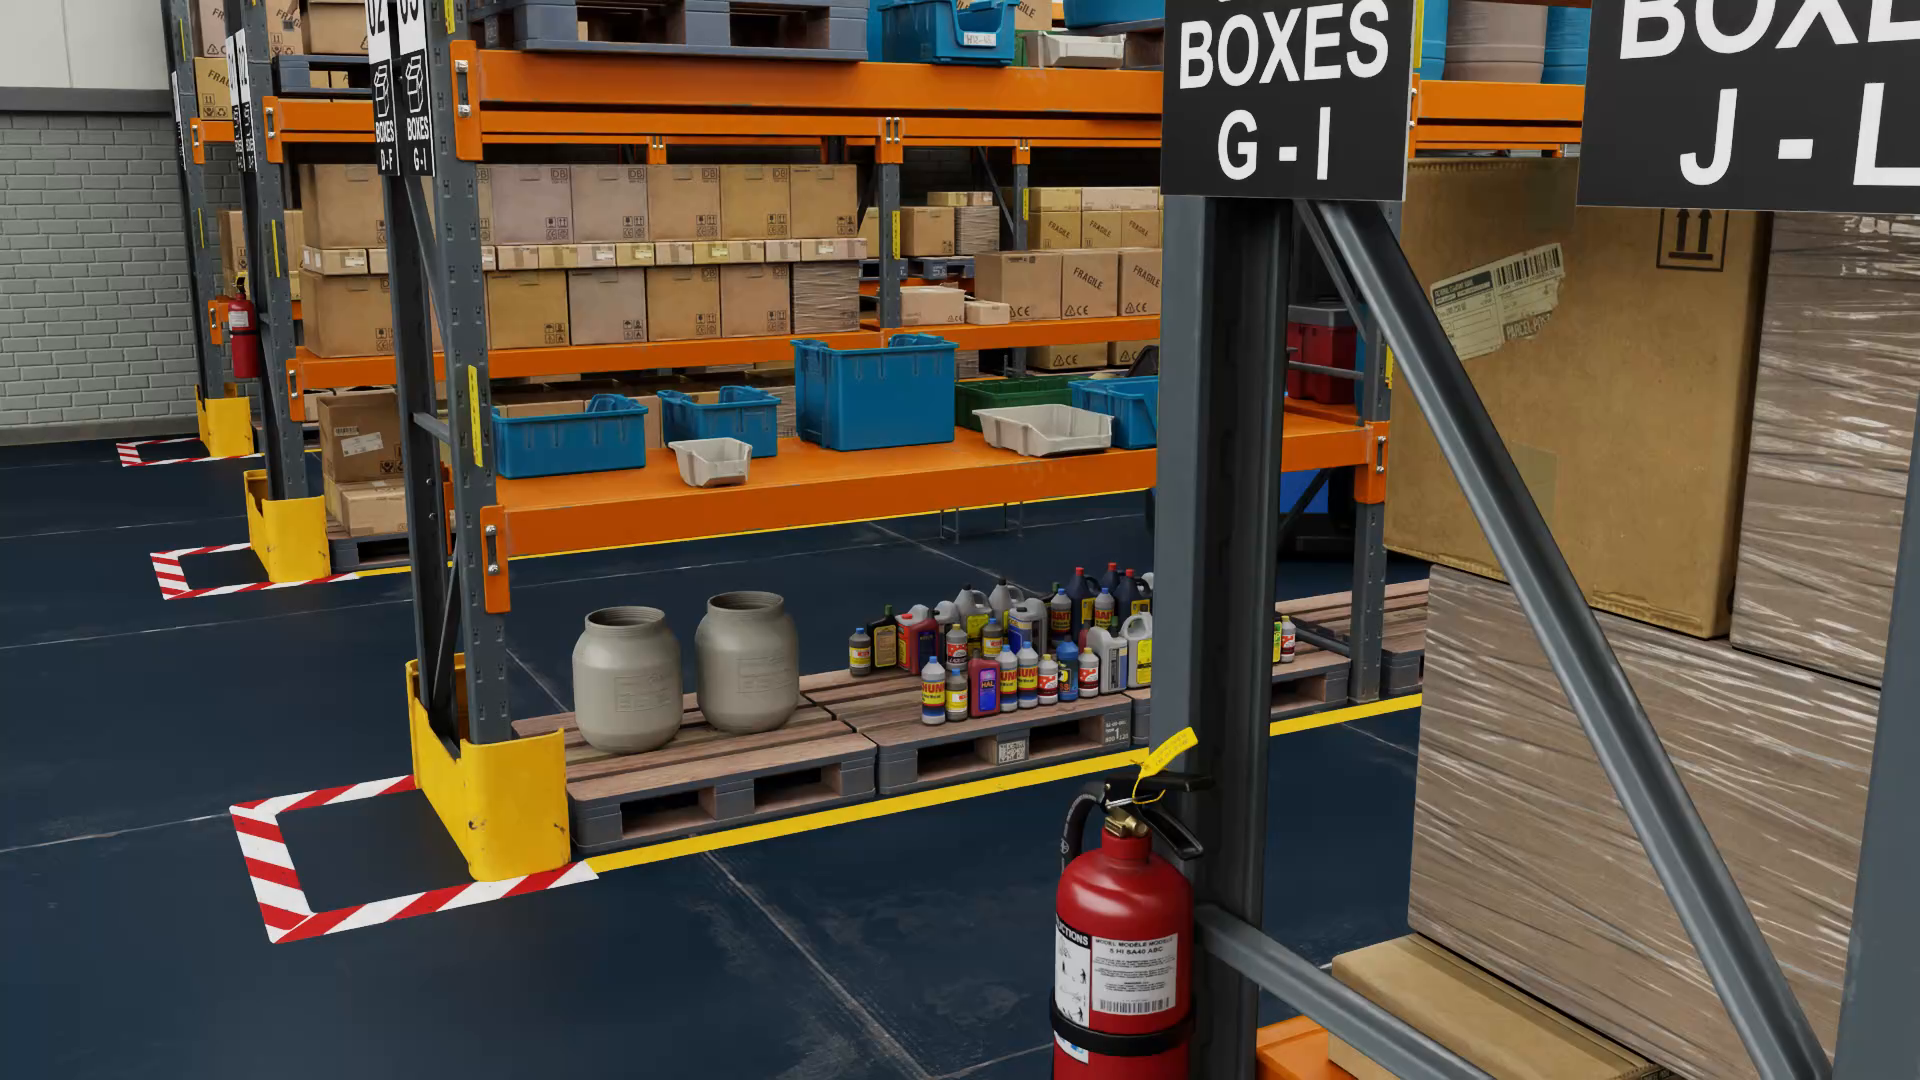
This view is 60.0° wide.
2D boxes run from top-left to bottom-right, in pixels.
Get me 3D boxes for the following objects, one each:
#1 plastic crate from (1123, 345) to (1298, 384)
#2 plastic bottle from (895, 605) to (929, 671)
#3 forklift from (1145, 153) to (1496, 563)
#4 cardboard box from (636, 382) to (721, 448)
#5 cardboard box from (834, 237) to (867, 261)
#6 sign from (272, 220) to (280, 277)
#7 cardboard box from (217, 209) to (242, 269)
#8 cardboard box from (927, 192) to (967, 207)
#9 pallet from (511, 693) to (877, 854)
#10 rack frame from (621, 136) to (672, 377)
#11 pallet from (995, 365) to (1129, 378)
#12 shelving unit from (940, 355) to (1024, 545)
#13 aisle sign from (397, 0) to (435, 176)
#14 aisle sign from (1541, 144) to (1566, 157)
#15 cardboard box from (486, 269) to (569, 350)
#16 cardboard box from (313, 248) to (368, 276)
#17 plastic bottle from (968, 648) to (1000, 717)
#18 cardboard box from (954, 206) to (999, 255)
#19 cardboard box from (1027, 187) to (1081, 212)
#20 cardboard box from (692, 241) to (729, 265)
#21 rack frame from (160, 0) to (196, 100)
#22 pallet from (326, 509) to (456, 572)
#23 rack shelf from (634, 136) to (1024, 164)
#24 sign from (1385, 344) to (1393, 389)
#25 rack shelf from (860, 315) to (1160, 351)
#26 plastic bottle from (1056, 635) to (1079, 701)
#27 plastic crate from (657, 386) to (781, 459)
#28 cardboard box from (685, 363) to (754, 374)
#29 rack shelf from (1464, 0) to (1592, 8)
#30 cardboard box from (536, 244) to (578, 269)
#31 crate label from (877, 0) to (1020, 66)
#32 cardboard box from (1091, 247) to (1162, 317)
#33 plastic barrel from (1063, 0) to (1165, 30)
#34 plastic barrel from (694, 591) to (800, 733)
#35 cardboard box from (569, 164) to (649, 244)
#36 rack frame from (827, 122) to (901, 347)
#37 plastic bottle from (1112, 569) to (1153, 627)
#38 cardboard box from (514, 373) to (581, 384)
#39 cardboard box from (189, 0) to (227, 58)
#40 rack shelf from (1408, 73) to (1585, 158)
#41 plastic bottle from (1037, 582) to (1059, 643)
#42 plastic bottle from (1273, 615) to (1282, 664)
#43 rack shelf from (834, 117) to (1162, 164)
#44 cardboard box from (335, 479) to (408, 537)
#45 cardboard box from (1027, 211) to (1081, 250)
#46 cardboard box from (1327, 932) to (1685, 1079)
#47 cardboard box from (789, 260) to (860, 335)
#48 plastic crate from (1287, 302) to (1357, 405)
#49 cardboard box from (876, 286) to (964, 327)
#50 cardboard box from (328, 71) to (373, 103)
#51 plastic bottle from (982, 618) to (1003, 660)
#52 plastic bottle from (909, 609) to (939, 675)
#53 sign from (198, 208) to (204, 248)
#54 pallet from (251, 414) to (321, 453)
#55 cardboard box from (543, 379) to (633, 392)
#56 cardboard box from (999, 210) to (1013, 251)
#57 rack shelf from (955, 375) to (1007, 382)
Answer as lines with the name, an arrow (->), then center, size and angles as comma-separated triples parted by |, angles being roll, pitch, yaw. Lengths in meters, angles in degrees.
plastic crate -> 1.141, -0.738, 7.697 | 0.504, 0.338, 0.767 | -7, 14, -28
plastic bottle -> -0.213, 0.437, 7.535 | 0.135, 0.276, 0.152 | -7, 14, -27
forklift -> 2.776, -1.403, 10.670 | 3.031, 2.935, 1.130 | 0, 13, 2
cardboard box -> -1.892, -0.788, 11.378 | 0.500, 0.500, 0.500 | -7, 14, -28
cardboard box -> -0.844, -2.049, 11.676 | 0.250, 0.149, 0.380 | -7, 14, -28
sign -> -3.959, -1.686, 9.618 | 0.005, 0.325, 0.100 | -7, 14, -28
cardboard box -> -6.284, -2.680, 14.774 | 0.500, 0.500, 0.500 | -7, 14, -28
cardboard box -> -0.138, -3.630, 17.699 | 0.250, 0.149, 0.380 | -10, 16, -37
pallet -> -1.089, 0.881, 6.713 | 1.213, 0.211, 1.003 | -7, 14, -28
rack frame -> -3.085, -2.708, 16.309 | 0.127, 3.000, 1.000 | -7, 14, -28
pallet -> 1.154, -1.837, 18.789 | 1.213, 0.211, 1.003 | -7, 14, -28
shelving unit -> 0.145, -0.603, 11.055 | 0.503, 1.200, 0.258 | -7, 14, -28
aisle sign -> -1.772, -1.582, 5.386 | 0.004, 0.787, 0.394 | -7, 14, -28
aisle sign -> 7.655, -5.188, 21.410 | 0.004, 0.787, 0.394 | -7, 14, -28
cardboard box -> -2.906, -1.535, 10.872 | 0.500, 0.500, 0.700 | -7, 14, -27
cardboard box -> -3.772, -1.698, 10.116 | 0.250, 0.149, 0.380 | -7, 14, -28
plastic bottle -> 0.099, 0.582, 6.877 | 0.133, 0.283, 0.061 | -7, 14, -27
cardboard box -> 0.018, -3.341, 17.892 | 0.500, 0.500, 0.700 | -9, 15, -34
cardboard box -> 0.973, -3.699, 18.056 | 0.500, 0.250, 0.500 | -6, 14, -27
cardboard box -> -1.738, -1.942, 11.202 | 0.250, 0.149, 0.380 | -7, 14, -28
rack frame -> -6.596, -5.214, 13.781 | 0.127, 3.000, 1.000 | -7, 14, -28
pallet -> -3.568, -0.061, 10.899 | 1.213, 0.211, 1.003 | -7, 14, -28
rack shelf -> -1.330, -4.031, 16.994 | 4.000, 0.370, 1.077 | -7, 14, -28
sign -> 1.916, -0.826, 7.319 | 0.005, 0.325, 0.100 | -7, 14, -28
rack shelf -> 1.047, -1.613, 13.083 | 4.000, 0.370, 1.077 | -7, 14, -28
plastic bottle -> 0.458, 0.540, 7.090 | 0.097, 0.271, 0.097 | 0, 13, 0
plastic crate -> -0.980, -0.483, 6.761 | 0.408, 0.251, 0.499 | -7, 14, -28
cardboard box -> -2.447, -1.784, 16.894 | 0.500, 0.500, 0.700 | -6, 14, -26
rack shelf -> 2.280, -0.746, 2.399 | 4.000, 0.370, 1.077 | -7, 14, -28
cardboard box -> -2.642, -1.834, 10.720 | 0.250, 0.149, 0.380 | -7, 14, -29
crate label -> -0.048, -1.902, 6.235 | 0.408, 0.251, 0.502 | -7, 14, -28
cardboard box -> 1.338, -2.043, 13.130 | 0.500, 0.500, 0.500 | -8, 15, -31
plastic barrel -> 0.737, -2.627, 7.022 | 0.708, 0.901, 0.600 | -7, 14, -28
plastic barrel -> -0.868, 0.494, 6.790 | 0.421, 0.512, 0.421 | 0, 13, 0
cardboard box -> -2.416, -2.229, 10.999 | 0.500, 0.500, 0.700 | -7, 14, -28
rack frame -> -0.708, -1.754, 12.069 | 0.127, 3.000, 1.000 | -7, 14, -28
plastic bottle -> 0.824, 0.312, 7.923 | 0.185, 0.351, 0.144 | -7, 14, -28
cardboard box -> -3.977, -1.586, 16.016 | 0.500, 0.500, 0.500 | -8, 15, -32
cardboard box -> -6.142, -4.290, 13.959 | 0.500, 0.500, 0.500 | -8, 15, -32
rack shelf -> 3.417, -2.121, 8.510 | 4.000, 0.370, 1.077 | -7, 14, -28
plastic bottle -> 0.424, 0.346, 7.924 | 0.133, 0.283, 0.061 | -6, 14, -25
plastic bottle -> 1.398, 0.426, 7.568 | 0.133, 0.283, 0.061 | -6, 14, -25
rack shelf -> 1.047, -3.076, 12.754 | 4.000, 0.370, 1.077 | -7, 14, -28
cardboard box -> -3.642, -0.210, 10.515 | 0.500, 0.250, 0.500 | -7, 14, -28
cardboard box -> 0.975, -3.334, 18.141 | 0.500, 0.500, 0.500 | -6, 14, -26
cardboard box -> 0.675, 0.630, 2.052 | 0.250, 0.149, 0.380 | -7, 14, -28
cardboard box -> -1.095, -1.754, 11.845 | 0.500, 0.500, 0.700 | -7, 15, -29
plastic crate -> 1.940, -0.940, 8.307 | 0.583, 0.464, 0.402 | -7, 14, -28
cardboard box -> -0.297, -1.741, 12.353 | 0.500, 0.250, 0.500 | -6, 14, -24
cardboard box -> -5.240, -3.901, 14.506 | 0.500, 0.500, 0.500 | -6, 14, -25
plastic bottle -> 0.149, 0.460, 7.606 | 0.097, 0.201, 0.097 | 0, 13, 0
plastic bottle -> -0.161, 0.454, 7.443 | 0.133, 0.283, 0.061 | -7, 14, -28
sign -> -6.336, -2.605, 13.880 | 0.005, 0.325, 0.100 | -7, 14, -28
pallet -> -5.799, -1.013, 15.131 | 1.213, 0.211, 1.003 | -7, 14, -28
cardboard box -> -2.581, -0.836, 11.591 | 0.500, 0.500, 0.500 | -7, 14, -28
cardboard box -> 0.714, -3.433, 18.580 | 0.500, 0.500, 0.500 | -7, 14, -28
rack shelf -> 0.145, -0.986, 10.969 | 0.480, 0.148, 0.258 | -7, 14, -28
